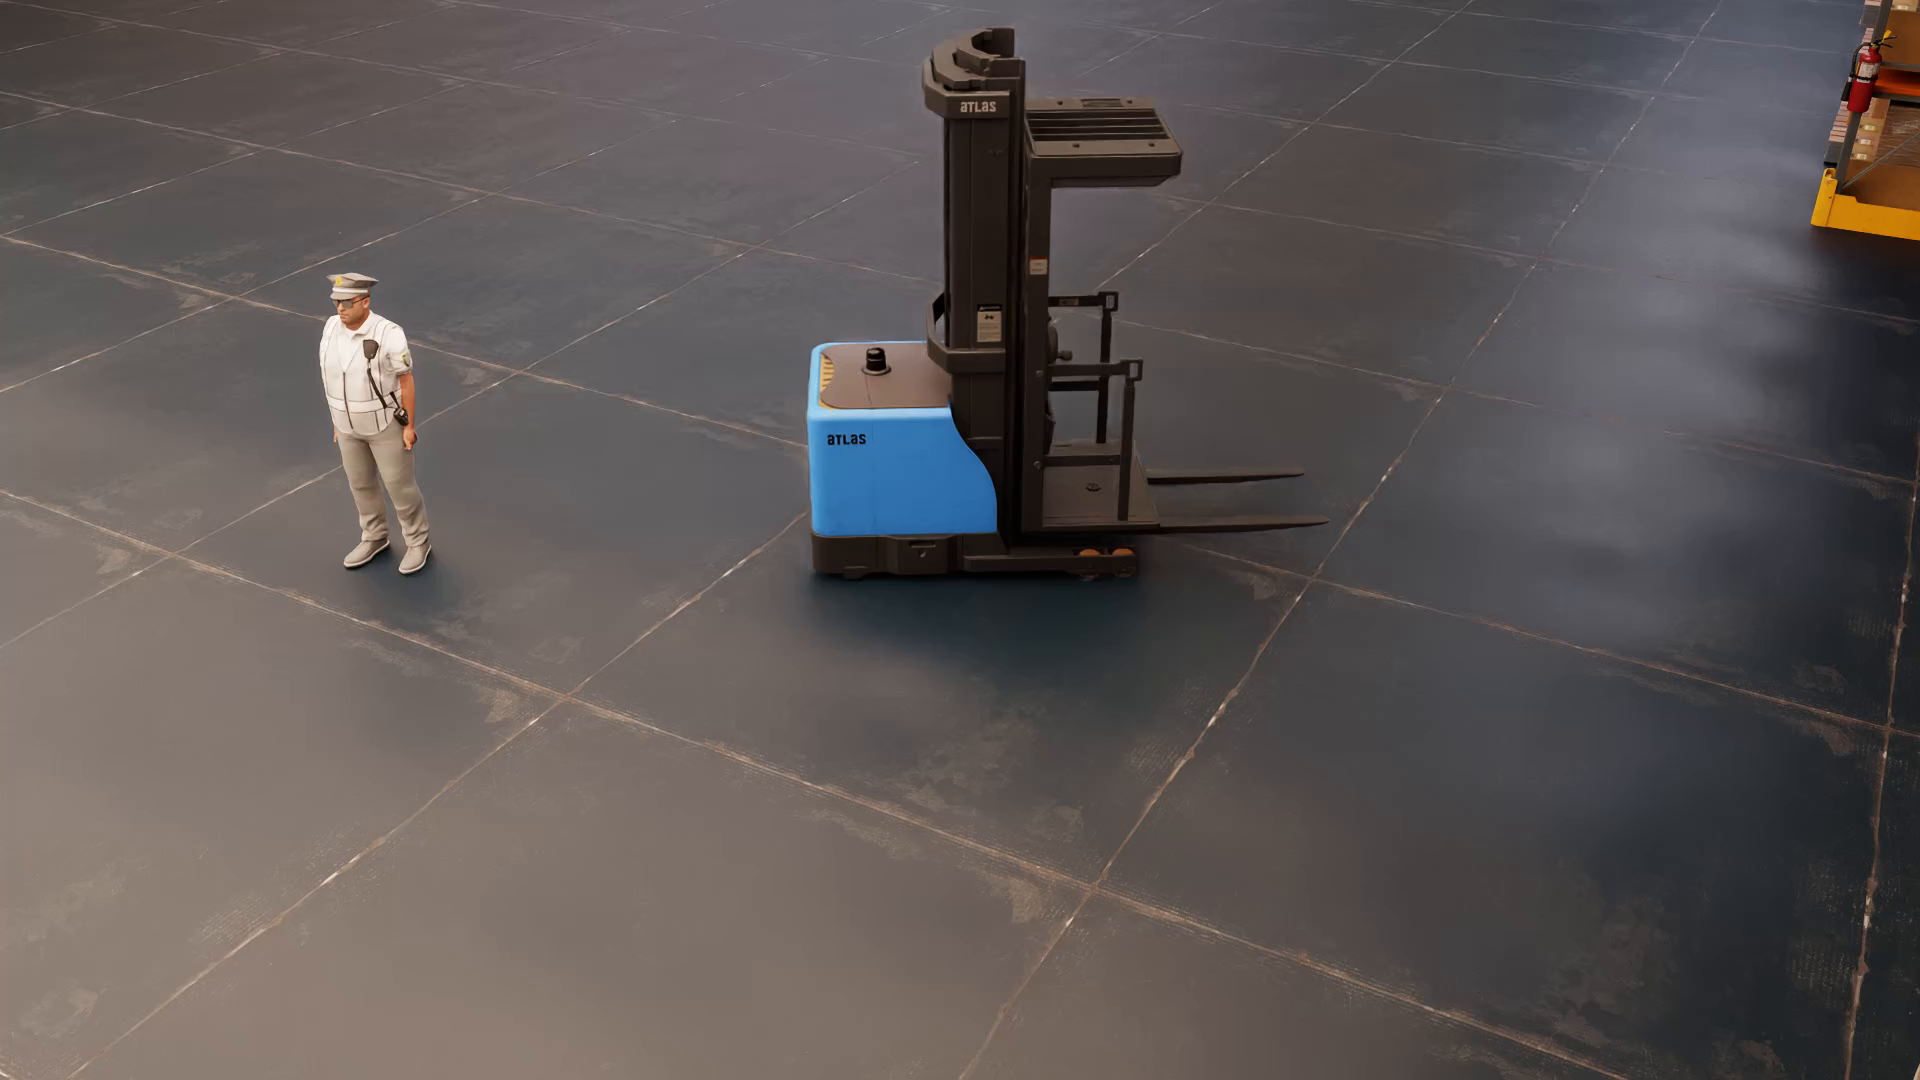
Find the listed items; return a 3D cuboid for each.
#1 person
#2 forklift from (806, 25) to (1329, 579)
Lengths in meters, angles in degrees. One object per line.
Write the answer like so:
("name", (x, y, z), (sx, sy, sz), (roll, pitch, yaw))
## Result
("person", (-3.323, -0.669, 9.391), (0.521, 1.775, 0.406), (6, 31, 11))
("forklift", (0.636, -1.312, 9.343), (3.031, 2.935, 1.130), (-1, 30, -3))
